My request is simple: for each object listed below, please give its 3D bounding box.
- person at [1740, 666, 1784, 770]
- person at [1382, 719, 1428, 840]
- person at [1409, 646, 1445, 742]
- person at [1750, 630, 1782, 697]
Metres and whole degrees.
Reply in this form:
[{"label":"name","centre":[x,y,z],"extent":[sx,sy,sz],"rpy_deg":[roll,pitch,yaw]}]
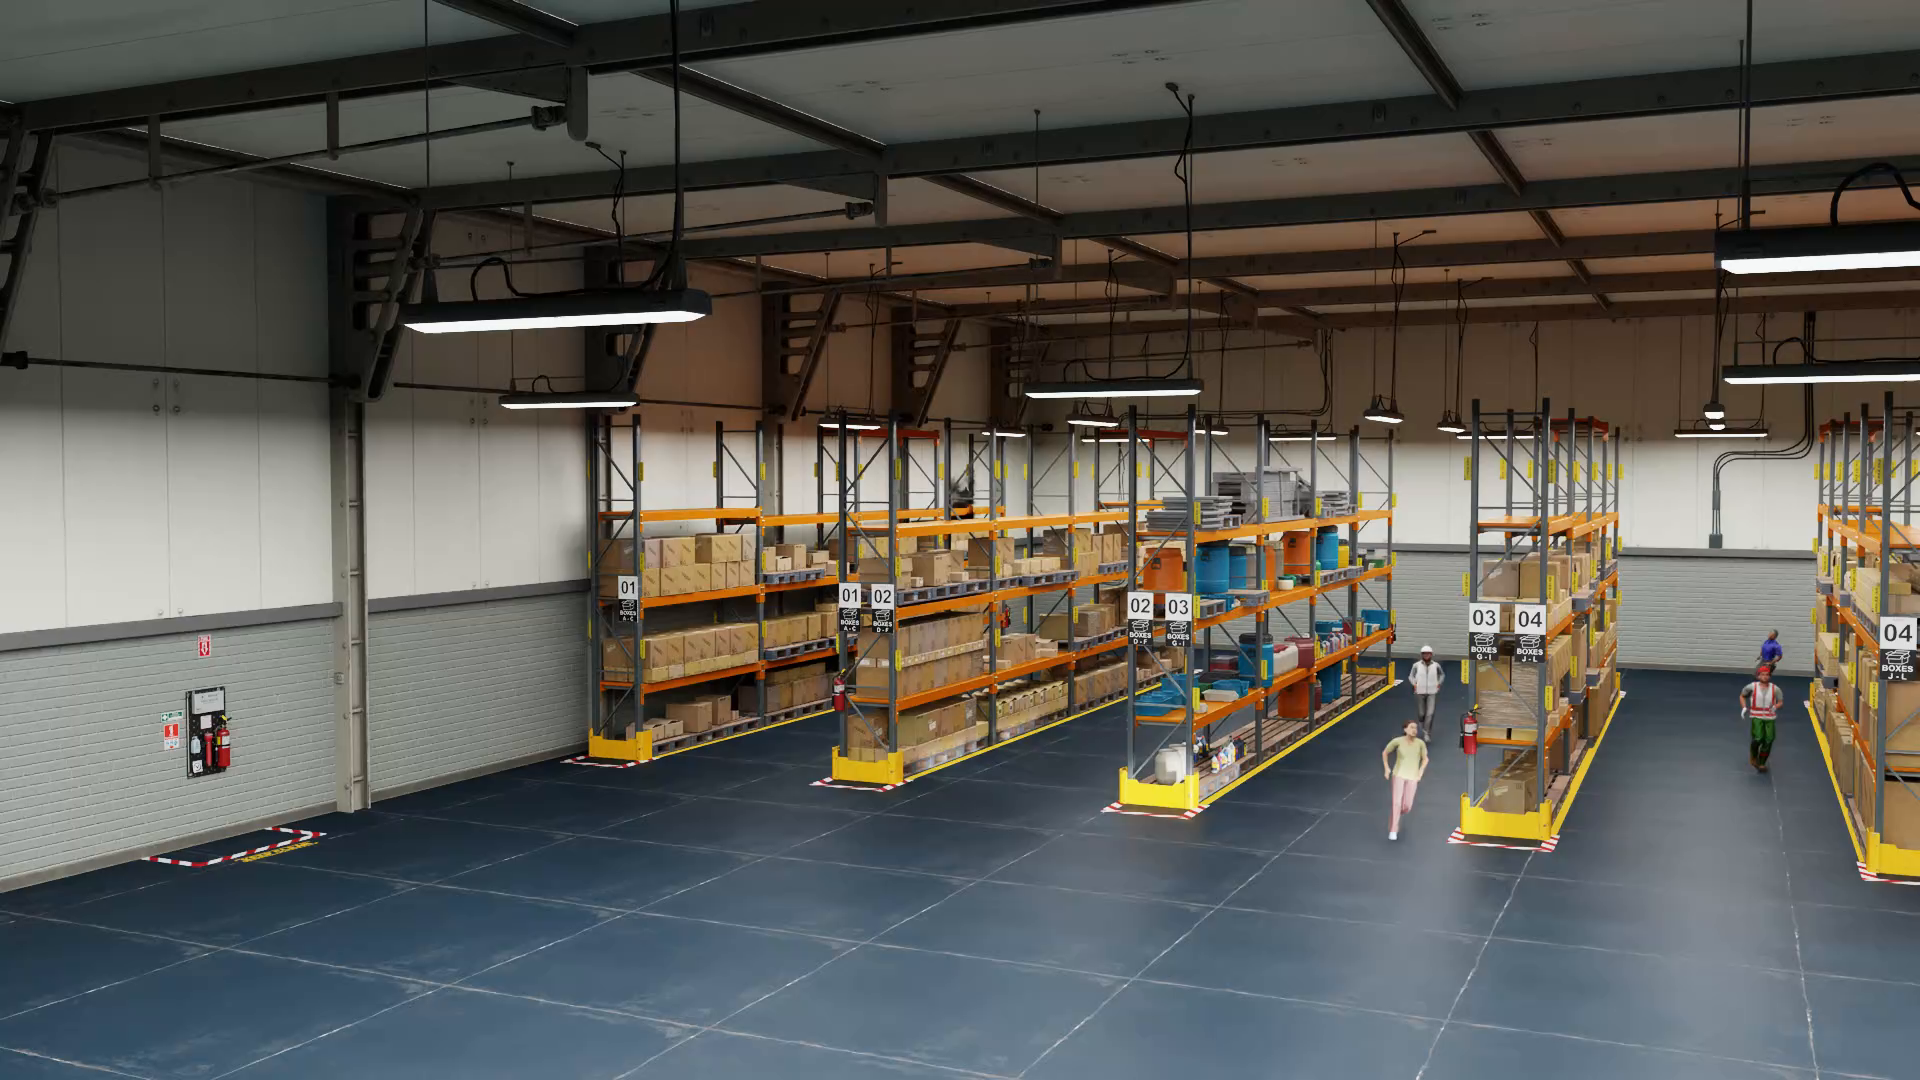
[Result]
[{"label":"person","centre":[13.362,2.977,27.667],"extent":[0.645,1.741,0.606],"rpy_deg":[1,2,16]},{"label":"person","centre":[6.125,3.265,22.875],"extent":[0.619,1.628,0.643],"rpy_deg":[0,2,6]},{"label":"person","centre":[8.751,2.860,31.178],"extent":[0.661,1.758,0.792],"rpy_deg":[1,2,14]},{"label":"person","centre":[17.774,2.728,36.561],"extent":[0.568,1.532,0.771],"rpy_deg":[-1,2,-16]}]
